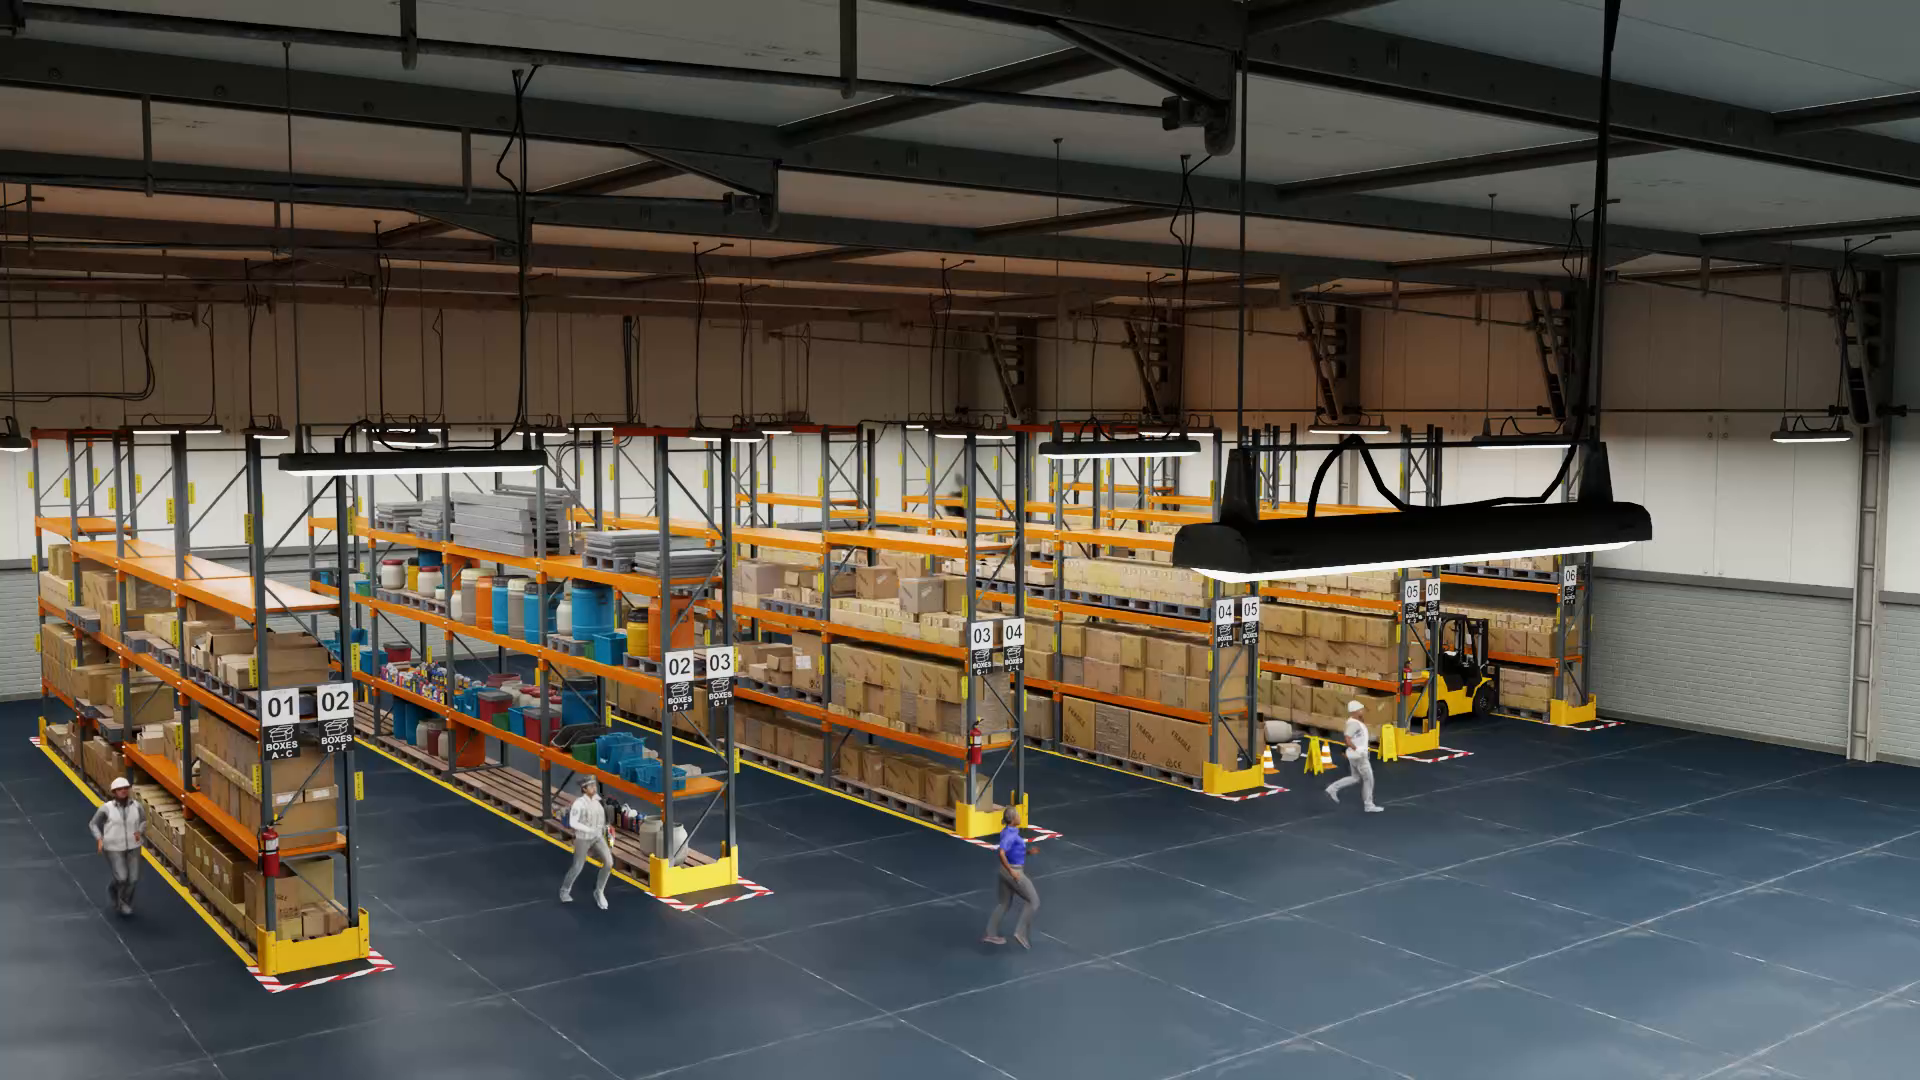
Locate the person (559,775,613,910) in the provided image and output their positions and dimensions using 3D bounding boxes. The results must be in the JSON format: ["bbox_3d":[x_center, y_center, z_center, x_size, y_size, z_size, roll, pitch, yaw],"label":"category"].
[{"bbox_3d":[-4.731,3.823,21.244,0.717,1.690,0.652,4,6,40],"label":"person"}]

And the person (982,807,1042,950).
[{"bbox_3d":[0.626,3.980,19.511,0.724,1.700,0.536,-2,5,-20],"label":"person"}]

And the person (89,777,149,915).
[{"bbox_3d":[-10.441,3.837,20.754,0.650,1.732,0.566,-4,6,-43],"label":"person"}]

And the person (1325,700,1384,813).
[{"bbox_3d":[6.221,3.399,26.147,0.905,1.759,0.698,1,5,9],"label":"person"}]
